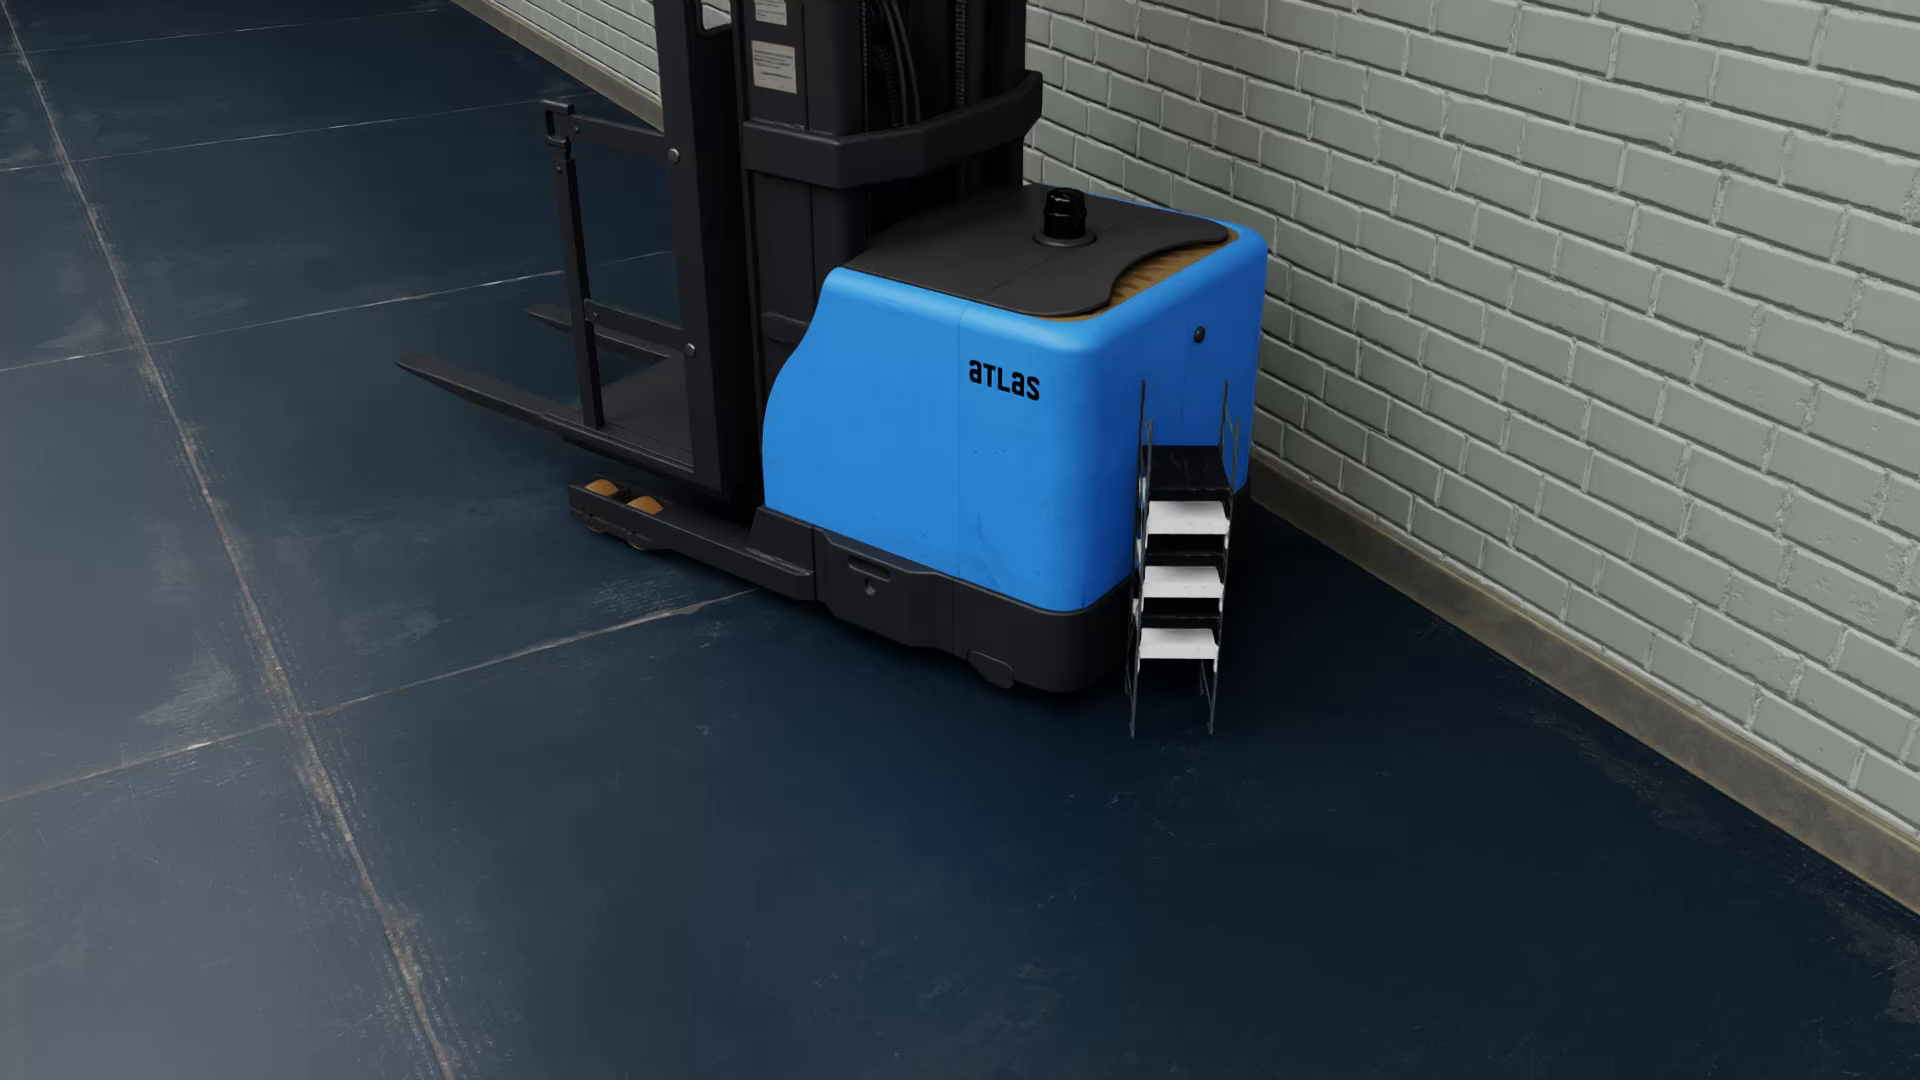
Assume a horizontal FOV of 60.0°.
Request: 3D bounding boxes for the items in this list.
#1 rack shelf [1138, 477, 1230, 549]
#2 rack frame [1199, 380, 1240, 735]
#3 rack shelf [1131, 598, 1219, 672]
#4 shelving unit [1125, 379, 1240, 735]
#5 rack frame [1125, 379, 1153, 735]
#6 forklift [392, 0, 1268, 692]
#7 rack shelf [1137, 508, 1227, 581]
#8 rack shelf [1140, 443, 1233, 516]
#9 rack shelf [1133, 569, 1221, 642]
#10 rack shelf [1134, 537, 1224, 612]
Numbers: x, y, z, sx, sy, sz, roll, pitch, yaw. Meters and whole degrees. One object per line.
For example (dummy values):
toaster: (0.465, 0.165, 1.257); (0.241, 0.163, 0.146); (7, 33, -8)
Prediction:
rack shelf: (0.553, -0.072, 4.146); (0.200, 0.077, 0.258); (0, 29, 0)
rack frame: (0.655, 0.056, 4.216); (0.006, 0.900, 0.240); (0, 29, 0)
rack shelf: (0.553, 0.243, 4.320); (0.200, 0.077, 0.258); (0, 29, 0)
shelving unit: (0.553, 0.056, 4.217); (0.210, 0.900, 0.258); (0, 29, 0)
rack frame: (0.452, 0.055, 4.218); (0.006, 0.900, 0.240); (0, 29, 0)
forklift: (-0.623, -1.435, 4.818); (3.031, 2.935, 1.130); (20, 34, 31)
rack shelf: (0.553, 0.006, 4.190); (0.200, 0.077, 0.258); (0, 29, 0)
rack shelf: (0.553, -0.151, 4.103); (0.200, 0.077, 0.258); (0, 29, 0)
rack shelf: (0.553, 0.164, 4.277); (0.200, 0.077, 0.258); (0, 29, 0)
rack shelf: (0.553, 0.085, 4.233); (0.200, 0.077, 0.258); (0, 29, 0)
